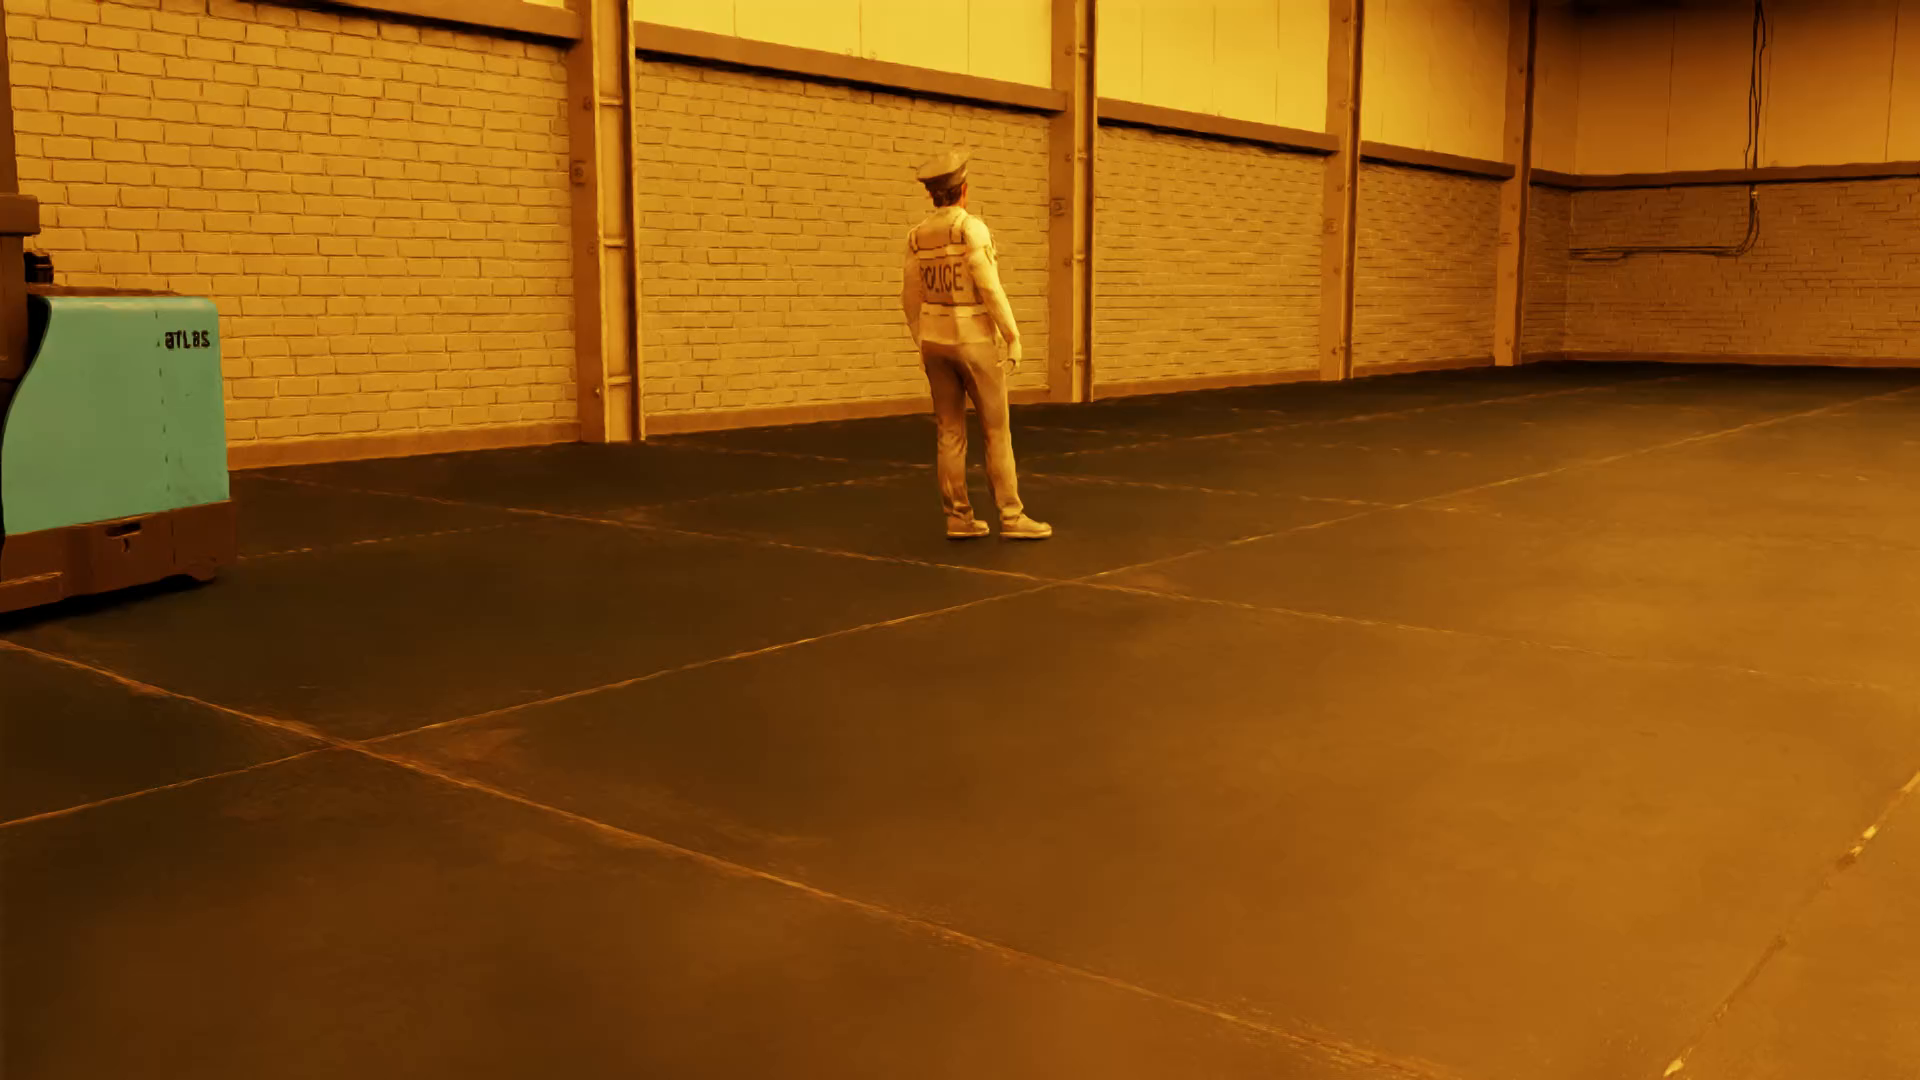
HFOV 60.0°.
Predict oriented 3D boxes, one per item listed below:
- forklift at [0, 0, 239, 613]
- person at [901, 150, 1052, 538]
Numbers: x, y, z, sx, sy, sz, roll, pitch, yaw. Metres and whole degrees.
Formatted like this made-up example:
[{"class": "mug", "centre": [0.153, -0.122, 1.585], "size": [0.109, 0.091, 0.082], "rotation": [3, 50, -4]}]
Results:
[{"class": "forklift", "centre": [-3.711, -1.120, 4.935], "size": [1.130, 2.935, 3.031], "rotation": [3, 9, 19]}, {"class": "person", "centre": [0.055, -0.852, 7.323], "size": [0.568, 1.695, 0.533], "rotation": [7, 11, 38]}]
